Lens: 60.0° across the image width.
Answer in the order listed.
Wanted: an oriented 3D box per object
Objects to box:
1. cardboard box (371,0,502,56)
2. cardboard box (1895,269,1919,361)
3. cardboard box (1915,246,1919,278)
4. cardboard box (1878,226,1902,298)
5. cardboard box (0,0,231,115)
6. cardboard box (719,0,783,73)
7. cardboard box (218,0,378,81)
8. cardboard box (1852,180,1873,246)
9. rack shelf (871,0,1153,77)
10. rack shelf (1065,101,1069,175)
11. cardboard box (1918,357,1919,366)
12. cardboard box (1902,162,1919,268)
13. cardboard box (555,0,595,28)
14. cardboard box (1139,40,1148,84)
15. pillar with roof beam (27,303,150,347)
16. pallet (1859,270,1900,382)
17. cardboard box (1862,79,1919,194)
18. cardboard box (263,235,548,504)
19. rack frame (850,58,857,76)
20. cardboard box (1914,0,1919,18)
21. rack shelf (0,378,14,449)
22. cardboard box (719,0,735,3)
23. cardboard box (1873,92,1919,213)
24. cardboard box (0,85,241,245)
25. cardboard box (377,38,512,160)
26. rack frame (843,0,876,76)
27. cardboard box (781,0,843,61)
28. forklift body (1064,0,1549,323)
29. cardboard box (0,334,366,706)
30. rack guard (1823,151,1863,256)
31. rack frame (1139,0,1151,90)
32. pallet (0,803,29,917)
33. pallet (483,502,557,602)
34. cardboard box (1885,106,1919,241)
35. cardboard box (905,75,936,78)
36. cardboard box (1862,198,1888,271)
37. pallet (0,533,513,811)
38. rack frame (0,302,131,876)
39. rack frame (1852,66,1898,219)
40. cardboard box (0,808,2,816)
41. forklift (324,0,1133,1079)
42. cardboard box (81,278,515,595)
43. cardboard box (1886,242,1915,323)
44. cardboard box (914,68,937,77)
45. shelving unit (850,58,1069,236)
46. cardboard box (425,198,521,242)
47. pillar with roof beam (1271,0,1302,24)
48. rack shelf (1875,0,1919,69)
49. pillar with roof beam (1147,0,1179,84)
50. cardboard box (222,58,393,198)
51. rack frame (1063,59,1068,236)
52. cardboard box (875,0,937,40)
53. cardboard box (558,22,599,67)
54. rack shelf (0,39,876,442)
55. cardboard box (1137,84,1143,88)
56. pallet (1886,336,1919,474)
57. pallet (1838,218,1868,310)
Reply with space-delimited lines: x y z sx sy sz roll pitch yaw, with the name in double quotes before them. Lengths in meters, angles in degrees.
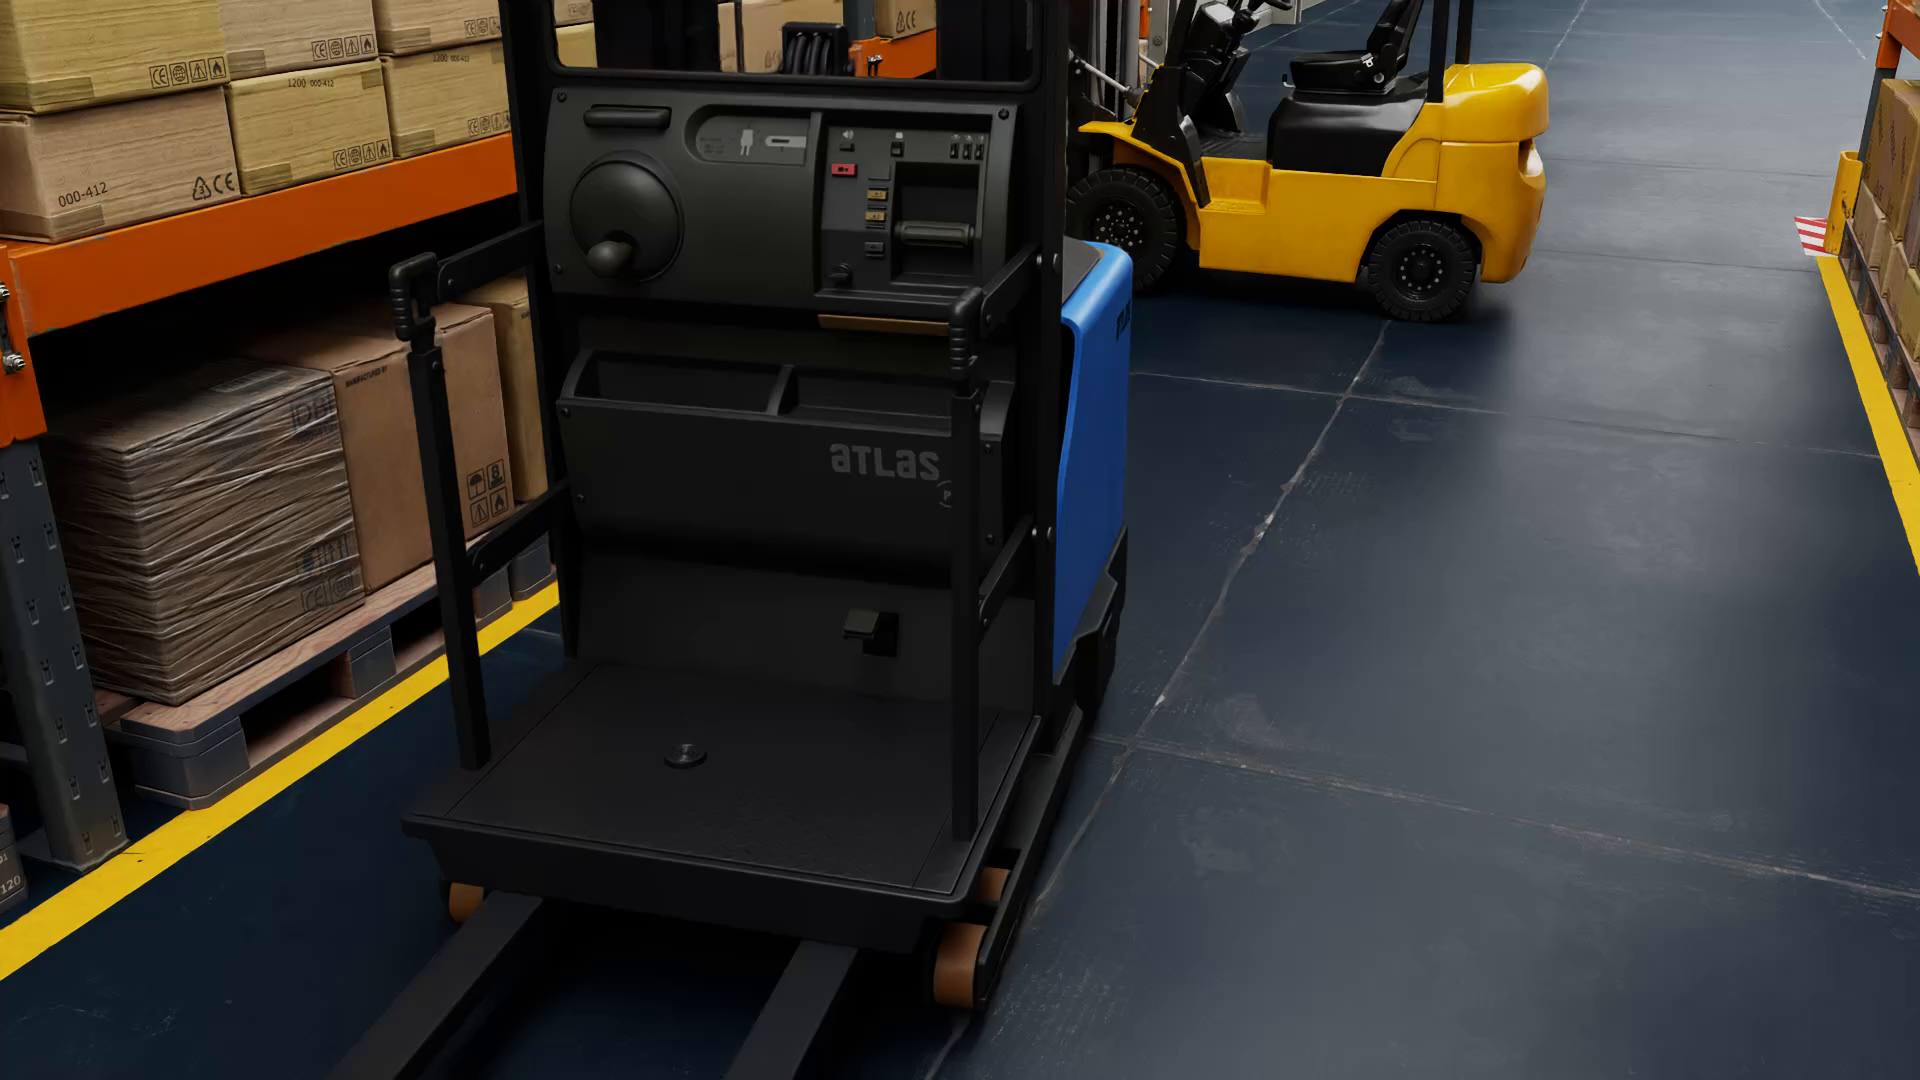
"cardboard box" -1.514 -1.412 4.284 0.500 0.250 0.500 8 24 19
"cardboard box" 3.950 -0.852 6.420 0.500 0.250 0.500 8 24 19
"cardboard box" 3.949 -1.188 6.253 0.500 0.500 0.500 9 24 21
"cardboard box" 4.333 -1.214 7.286 0.500 0.250 0.500 11 25 24
"cardboard box" -1.889 -1.044 3.405 0.500 0.250 0.500 9 24 20
"cardboard box" -0.944 -1.726 5.686 0.500 0.250 0.500 9 24 20
"cardboard box" -1.725 -1.227 3.842 0.500 0.250 0.500 10 25 22
"cardboard box" 4.721 -1.592 8.193 0.500 0.250 0.500 9 24 20
"rack shelf" -0.075 -2.578 8.463 1.077 0.370 4.000 9 24 20
"rack shelf" 0.004 -1.060 4.830 0.431 0.370 0.720 8 24 19
"cardboard box" 3.762 -0.660 5.961 0.500 0.250 0.500 10 25 22
"cardboard box" 4.138 -1.371 6.690 0.500 0.500 0.500 10 25 23
"cardboard box" -1.348 -1.598 4.730 0.500 0.250 0.500 9 24 21
"cardboard box" 0.786 -2.802 9.793 0.500 0.250 0.500 10 25 22
"pillar with roof beam" 1.340 -3.510 1.978 9.100 9.000 0.400 9 24 20
"pallet" 4.460 -0.882 7.087 1.003 0.211 1.213 9 24 20
"cardboard box" 4.713 -1.930 8.027 0.500 0.500 0.500 8 24 18
"cardboard box" -1.575 -0.558 5.230 0.875 0.625 0.625 8 24 18
"rack frame" -0.125 -0.568 4.664 0.400 1.500 0.023 8 24 19
"cardboard box" 4.568 -2.448 7.546 0.380 0.149 0.250 9 24 21
"rack shelf" -3.047 0.285 1.609 1.077 0.370 4.000 9 24 20
"cardboard box" -0.948 -1.958 5.592 0.500 0.250 0.500 8 24 19
"cardboard box" 4.523 -1.742 7.578 0.500 0.500 0.500 8 24 18
"cardboard box" -1.912 -0.817 3.509 0.500 0.250 0.500 9 24 20
"cardboard box" -1.536 -1.182 4.382 0.500 0.250 0.500 8 24 18
"rack frame" -0.818 -2.194 6.611 1.000 3.000 0.127 9 24 20
"cardboard box" -0.763 -1.907 6.119 0.500 0.250 0.500 9 24 21
"forklift body" 1.657 -2.294 7.952 2.313 2.155 1.214 9 24 20
"cardboard box" -2.060 -0.082 4.091 0.875 0.625 0.625 10 25 22
"rack guard" 5.249 -1.736 8.756 1.175 0.500 0.348 9 24 20
"rack frame" 0.667 -3.626 10.038 1.000 3.000 0.127 9 24 20
"pallet" -2.617 0.786 3.095 1.003 0.211 1.213 9 24 20
"pallet" -1.507 -0.200 5.455 1.003 0.211 1.213 9 24 20
"cardboard box" 4.329 -1.564 7.151 0.500 0.500 0.500 9 24 21
"cardboard box" -0.441 -2.147 8.223 0.500 0.250 0.500 9 24 20
"cardboard box" 4.524 -1.411 7.758 0.500 0.250 0.500 10 25 22
"pallet" -1.962 0.235 4.414 1.003 0.211 1.213 9 24 20
"rack frame" -2.304 -0.763 3.184 1.000 3.000 0.127 9 24 20
"rack frame" 5.277 -2.916 8.340 1.000 3.000 0.127 9 24 20
"cardboard box" -2.262 0.379 3.149 0.500 0.500 0.500 10 24 22
"forklift" -0.404 -0.632 2.960 1.130 2.935 3.031 6 23 13
"cardboard box" -1.824 -0.317 4.653 0.875 0.625 0.625 10 25 22
"cardboard box" 4.143 -1.033 6.854 0.500 0.250 0.500 9 24 21
"cardboard box" -0.262 -2.328 8.657 0.500 0.250 0.500 8 24 19
"shelving unit" 0.004 -0.700 4.980 0.431 1.500 0.755 8 24 19
"cardboard box" -1.297 -0.827 5.875 0.875 0.625 0.625 9 24 20
"pillar with roof beam" 8.026 -9.952 17.399 9.100 9.000 0.400 9 24 20
"rack shelf" 4.534 -1.869 6.765 1.077 0.370 4.000 9 24 20
"pillar with roof beam" 5.798 -7.804 12.259 9.100 9.000 0.400 9 24 20
"cardboard box" -1.721 -0.997 3.939 0.500 0.250 0.500 8 24 19
"rack frame" 0.132 -0.832 5.297 0.400 1.500 0.023 8 24 19
"cardboard box" -0.411 -2.362 6.882 0.500 0.500 0.500 8 24 19
"cardboard box" -1.342 -1.367 4.826 0.500 0.250 0.500 10 25 22
"rack shelf" -1.561 -1.146 5.036 1.077 0.370 4.000 9 24 20
"cardboard box" 0.777 -2.562 9.866 0.500 0.250 0.500 8 24 19
"pallet" 4.008 -0.444 6.038 1.003 0.211 1.213 9 24 20
"pallet" 4.915 -1.317 8.128 1.003 0.211 1.213 9 24 20
